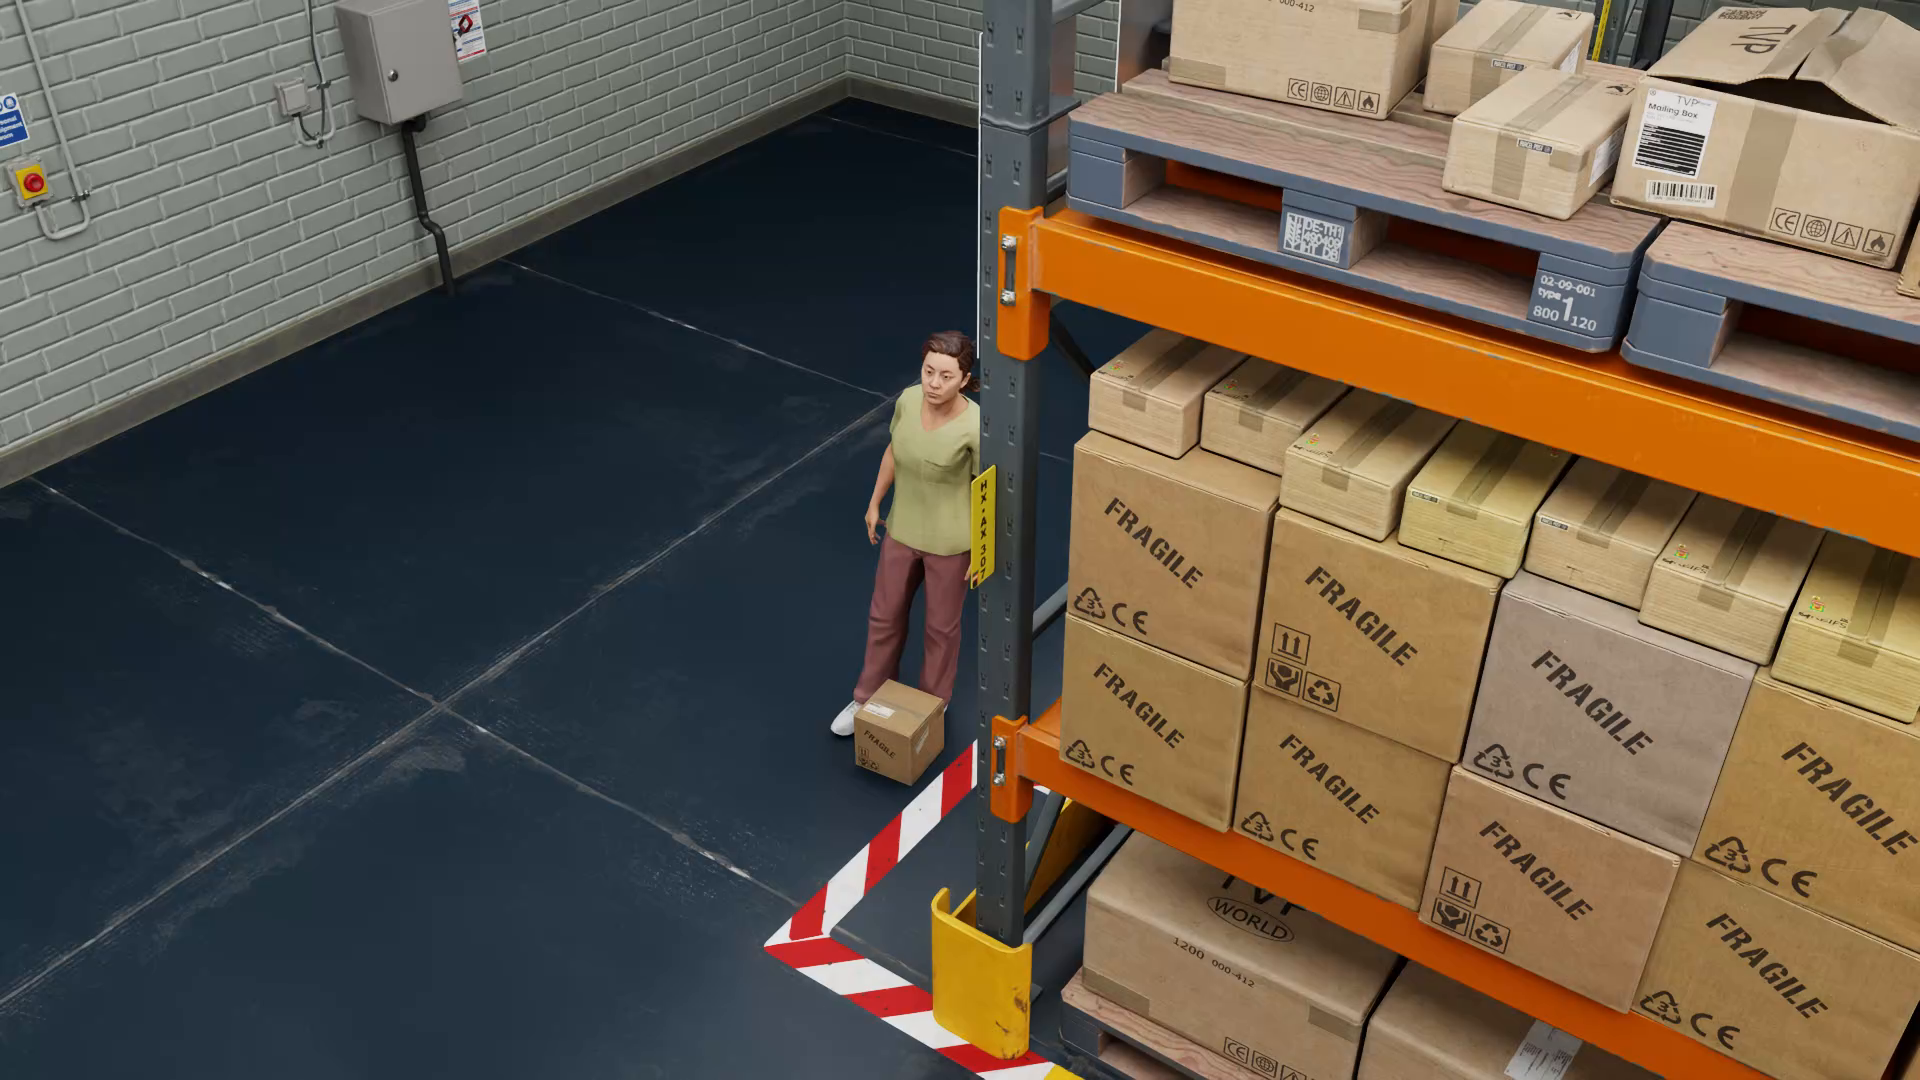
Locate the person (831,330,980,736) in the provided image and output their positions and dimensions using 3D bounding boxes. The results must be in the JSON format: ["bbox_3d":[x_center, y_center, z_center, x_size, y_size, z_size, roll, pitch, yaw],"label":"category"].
[{"bbox_3d":[-0.146,0.024,6.094,0.553,1.673,0.547,20,39,26],"label":"person"}]
